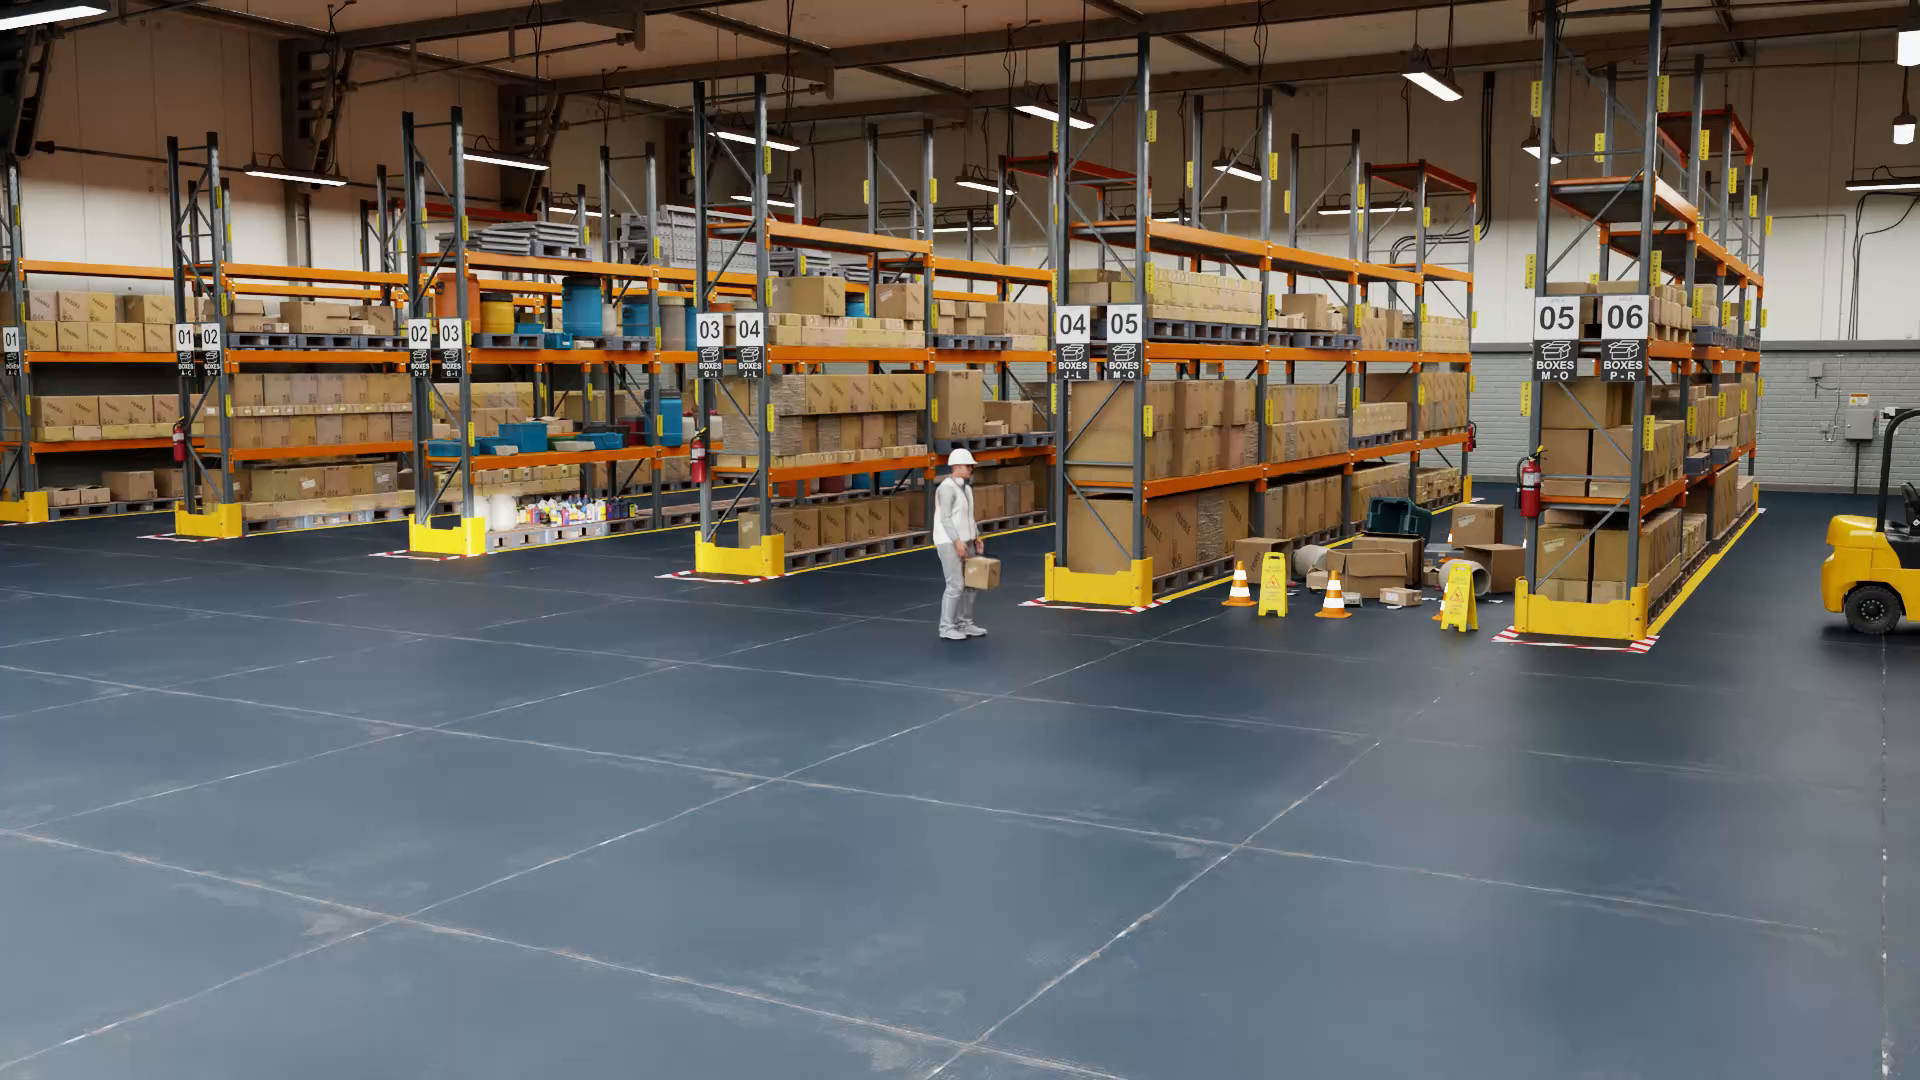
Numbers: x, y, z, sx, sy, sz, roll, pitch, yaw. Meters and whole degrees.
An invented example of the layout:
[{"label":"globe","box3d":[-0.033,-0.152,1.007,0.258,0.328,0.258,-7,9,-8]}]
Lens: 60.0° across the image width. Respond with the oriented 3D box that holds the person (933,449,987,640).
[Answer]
[{"label":"person","box3d":[-0.006,0.031,15.704,0.473,1.770,0.568,3,7,27]}]
